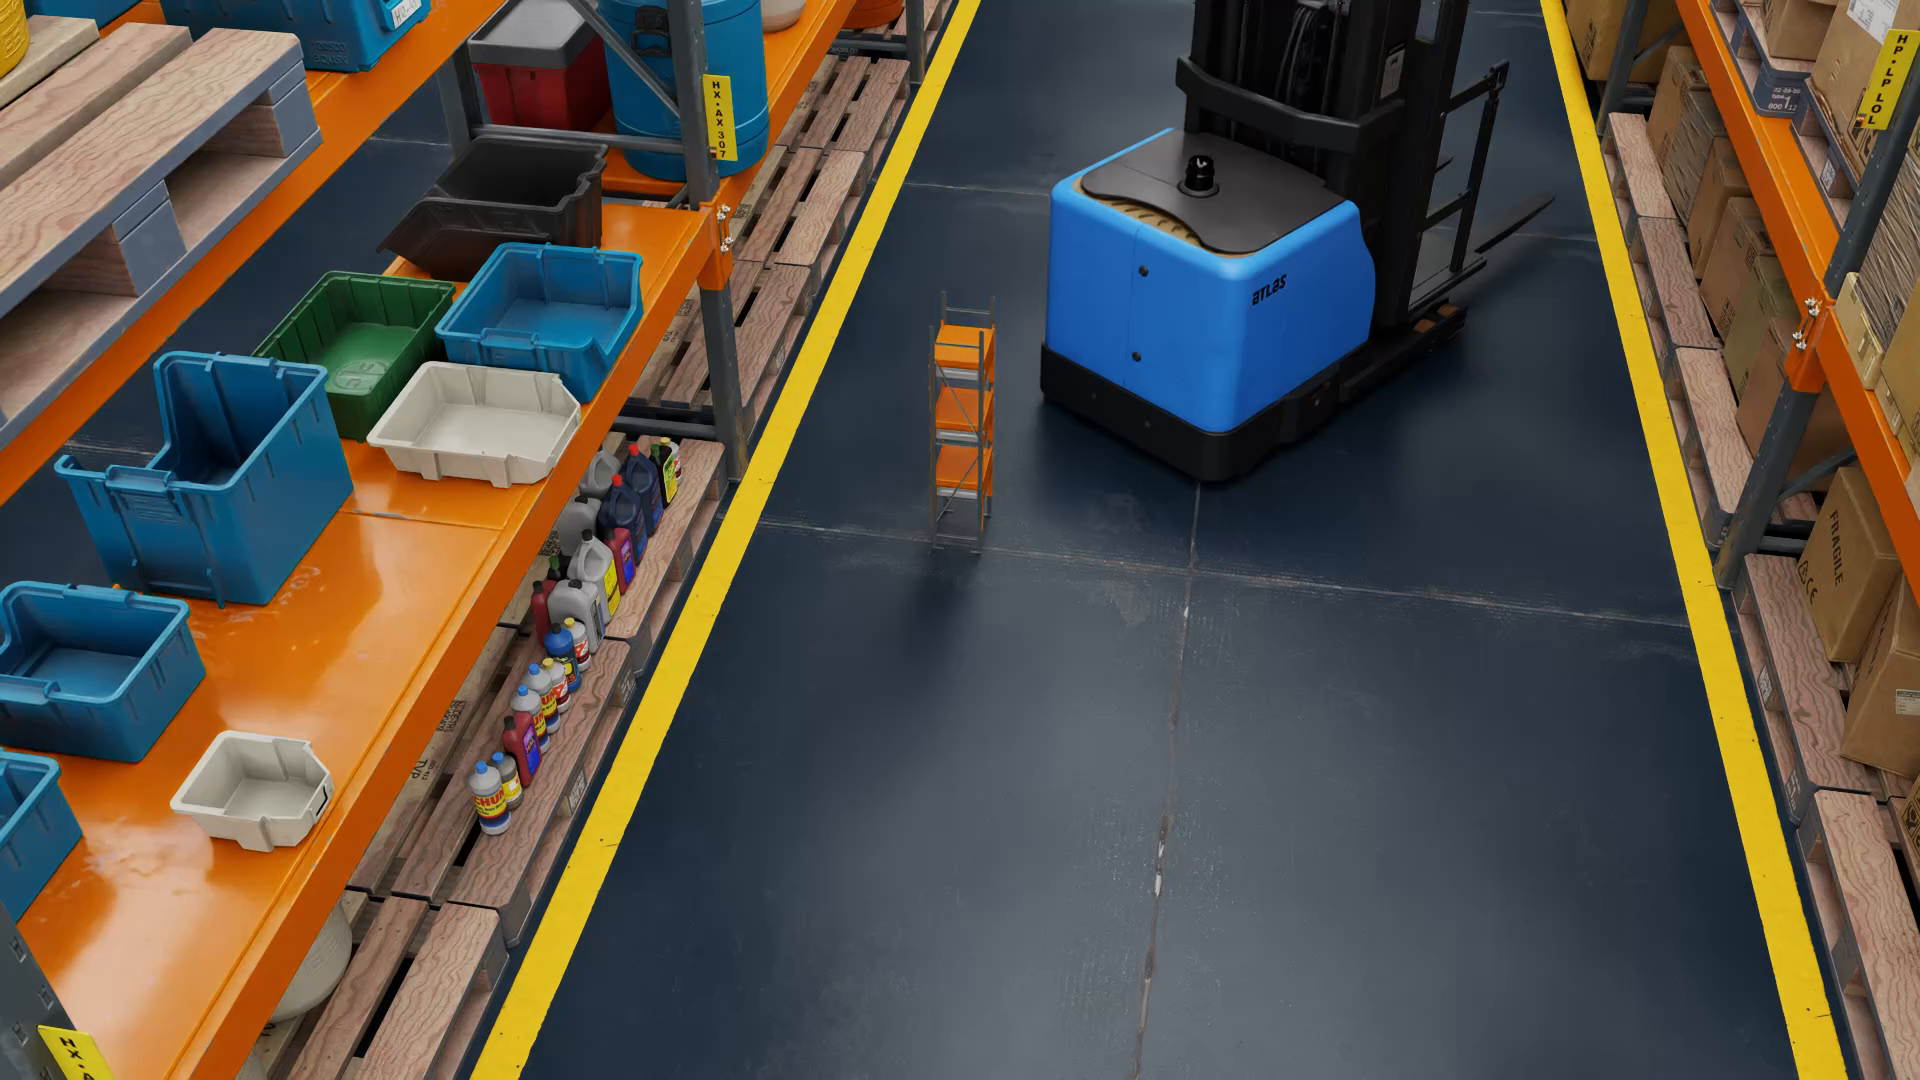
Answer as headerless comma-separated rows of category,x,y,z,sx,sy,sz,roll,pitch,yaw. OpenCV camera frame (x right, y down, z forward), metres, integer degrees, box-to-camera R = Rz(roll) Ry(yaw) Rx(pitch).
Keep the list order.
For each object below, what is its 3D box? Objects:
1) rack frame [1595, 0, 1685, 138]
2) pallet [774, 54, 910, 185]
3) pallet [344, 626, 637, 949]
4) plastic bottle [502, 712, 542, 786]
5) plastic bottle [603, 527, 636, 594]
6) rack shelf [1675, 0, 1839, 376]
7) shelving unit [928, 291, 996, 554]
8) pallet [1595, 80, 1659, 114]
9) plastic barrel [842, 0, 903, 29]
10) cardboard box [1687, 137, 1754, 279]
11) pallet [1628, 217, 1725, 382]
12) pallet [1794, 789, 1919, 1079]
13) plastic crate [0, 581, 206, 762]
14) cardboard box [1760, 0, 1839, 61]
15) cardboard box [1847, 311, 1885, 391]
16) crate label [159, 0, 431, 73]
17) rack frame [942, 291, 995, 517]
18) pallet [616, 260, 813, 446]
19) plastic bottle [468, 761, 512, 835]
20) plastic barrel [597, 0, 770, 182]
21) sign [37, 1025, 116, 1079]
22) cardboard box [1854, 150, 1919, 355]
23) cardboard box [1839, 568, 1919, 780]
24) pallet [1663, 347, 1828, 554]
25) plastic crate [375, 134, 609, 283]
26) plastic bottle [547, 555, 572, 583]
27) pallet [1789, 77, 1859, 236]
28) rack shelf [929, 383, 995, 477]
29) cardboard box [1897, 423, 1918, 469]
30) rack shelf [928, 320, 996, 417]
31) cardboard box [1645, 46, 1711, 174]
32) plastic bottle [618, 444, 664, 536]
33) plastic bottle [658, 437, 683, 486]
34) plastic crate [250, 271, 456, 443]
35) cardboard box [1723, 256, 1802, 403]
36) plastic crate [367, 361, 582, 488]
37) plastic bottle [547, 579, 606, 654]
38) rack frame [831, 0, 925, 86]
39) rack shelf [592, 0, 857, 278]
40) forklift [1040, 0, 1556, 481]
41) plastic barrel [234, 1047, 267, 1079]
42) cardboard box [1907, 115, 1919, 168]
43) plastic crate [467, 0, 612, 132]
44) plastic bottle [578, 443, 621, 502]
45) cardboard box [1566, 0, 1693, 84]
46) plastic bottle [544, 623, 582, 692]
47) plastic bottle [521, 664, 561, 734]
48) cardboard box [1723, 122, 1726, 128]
rack frame,4.161,-3.453,8.573,1.000,3.000,0.127,6,40,8
pallet,-0.889,-2.443,9.539,1.003,0.211,1.213,6,40,8
pallet,-1.775,0.770,5.652,1.003,0.211,1.213,6,40,8
plastic bottle,-1.423,0.655,5.390,0.061,0.283,0.133,7,40,8
plastic bottle,-1.257,0.052,6.120,0.061,0.283,0.133,9,40,11
rack shelf,3.815,-1.921,7.284,1.077,0.370,4.000,6,40,8
shelving unit,0.009,-0.438,6.456,0.215,1.050,0.252,6,40,8
pallet,4.372,-2.865,10.050,1.003,0.211,1.213,6,40,8
plastic barrel,-0.649,-3.634,10.165,0.600,0.830,0.708,6,40,8
cardboard box,3.890,-1.531,7.864,0.700,0.500,0.500,10,41,11
pallet,3.811,-1.125,7.945,1.003,0.211,1.213,6,40,8
pallet,3.179,1.325,4.982,1.003,0.211,1.213,6,40,8
plastic crate,-2.191,0.325,4.120,0.499,0.251,0.408,6,40,8
cardboard box,3.678,-2.243,6.698,0.797,0.503,0.637,10,41,12
cardboard box,3.080,-0.589,5.305,0.380,0.149,0.250,6,40,8
crate label,-1.452,-1.216,3.629,0.502,0.251,0.408,6,40,8
rack frame,0.030,-0.515,6.549,0.200,1.050,0.008,6,40,8
pallet,-1.311,-0.911,7.687,1.003,0.211,1.213,6,40,8
plastic bottle,-1.481,0.800,5.224,0.097,0.271,0.097,0,40,0
plastic barrel,-1.044,-1.891,6.290,0.600,0.901,0.708,6,40,8
sign,-1.560,0.978,2.996,0.100,0.325,0.005,6,40,8
cardboard box,3.330,-0.820,5.076,0.875,0.500,0.500,6,40,8
cardboard box,3.269,0.466,5.465,0.500,0.500,0.500,19,43,21
pallet,3.602,-0.357,7.016,1.003,0.211,1.213,6,40,8
plastic crate,-1.625,-1.151,5.836,0.767,0.338,0.504,6,40,8
plastic bottle,-1.431,0.152,5.998,0.061,0.283,0.133,6,40,8
pallet,3.745,-1.333,6.158,1.003,0.211,1.213,6,40,8
rack shelf,0.009,-0.430,6.463,0.215,0.259,0.240,6,40,8
cardboard box,3.030,-0.271,4.921,0.380,0.149,0.250,6,40,8
rack shelf,0.009,-0.649,6.282,0.215,0.259,0.240,6,40,8
cardboard box,4.065,-2.237,8.718,0.700,0.500,0.500,4,40,5
plastic bottle,-1.237,-0.202,6.373,0.144,0.351,0.185,5,40,6
plastic bottle,-1.165,-0.318,6.631,0.097,0.201,0.097,0,40,0
plastic crate,-1.922,-0.587,5.272,0.450,0.188,0.662,6,40,8
cardboard box,3.698,-0.829,7.015,0.700,0.500,0.500,6,40,7
plastic crate,-1.441,-0.340,5.015,0.530,0.136,0.437,6,40,8
plastic bottle,-1.358,0.252,5.884,0.152,0.276,0.135,7,40,8
rack frame,-0.717,-3.999,9.233,1.000,3.000,0.127,6,40,8
rack shelf,-1.063,-2.467,7.944,1.077,0.370,4.000,6,40,8
forklift,1.758,-2.207,7.119,3.031,2.935,1.130,-32,49,-33
plastic barrel,-2.063,1.397,4.329,0.421,0.512,0.421,0,40,0
cardboard box,3.141,-1.227,4.783,0.500,0.500,0.500,6,40,8
plastic crate,-1.627,-1.851,6.585,0.402,0.464,0.583,6,40,8
plastic bottle,-1.379,-0.218,6.393,0.144,0.351,0.185,6,40,8
cardboard box,4.301,-3.227,9.637,1.225,0.875,0.875,5,40,6
plastic bottle,-1.369,0.395,5.714,0.097,0.271,0.097,0,40,0
plastic bottle,-1.404,0.522,5.561,0.097,0.271,0.097,0,40,0
cardboard box,3.993,-2.191,8.073,0.500,0.250,0.500,11,41,13
